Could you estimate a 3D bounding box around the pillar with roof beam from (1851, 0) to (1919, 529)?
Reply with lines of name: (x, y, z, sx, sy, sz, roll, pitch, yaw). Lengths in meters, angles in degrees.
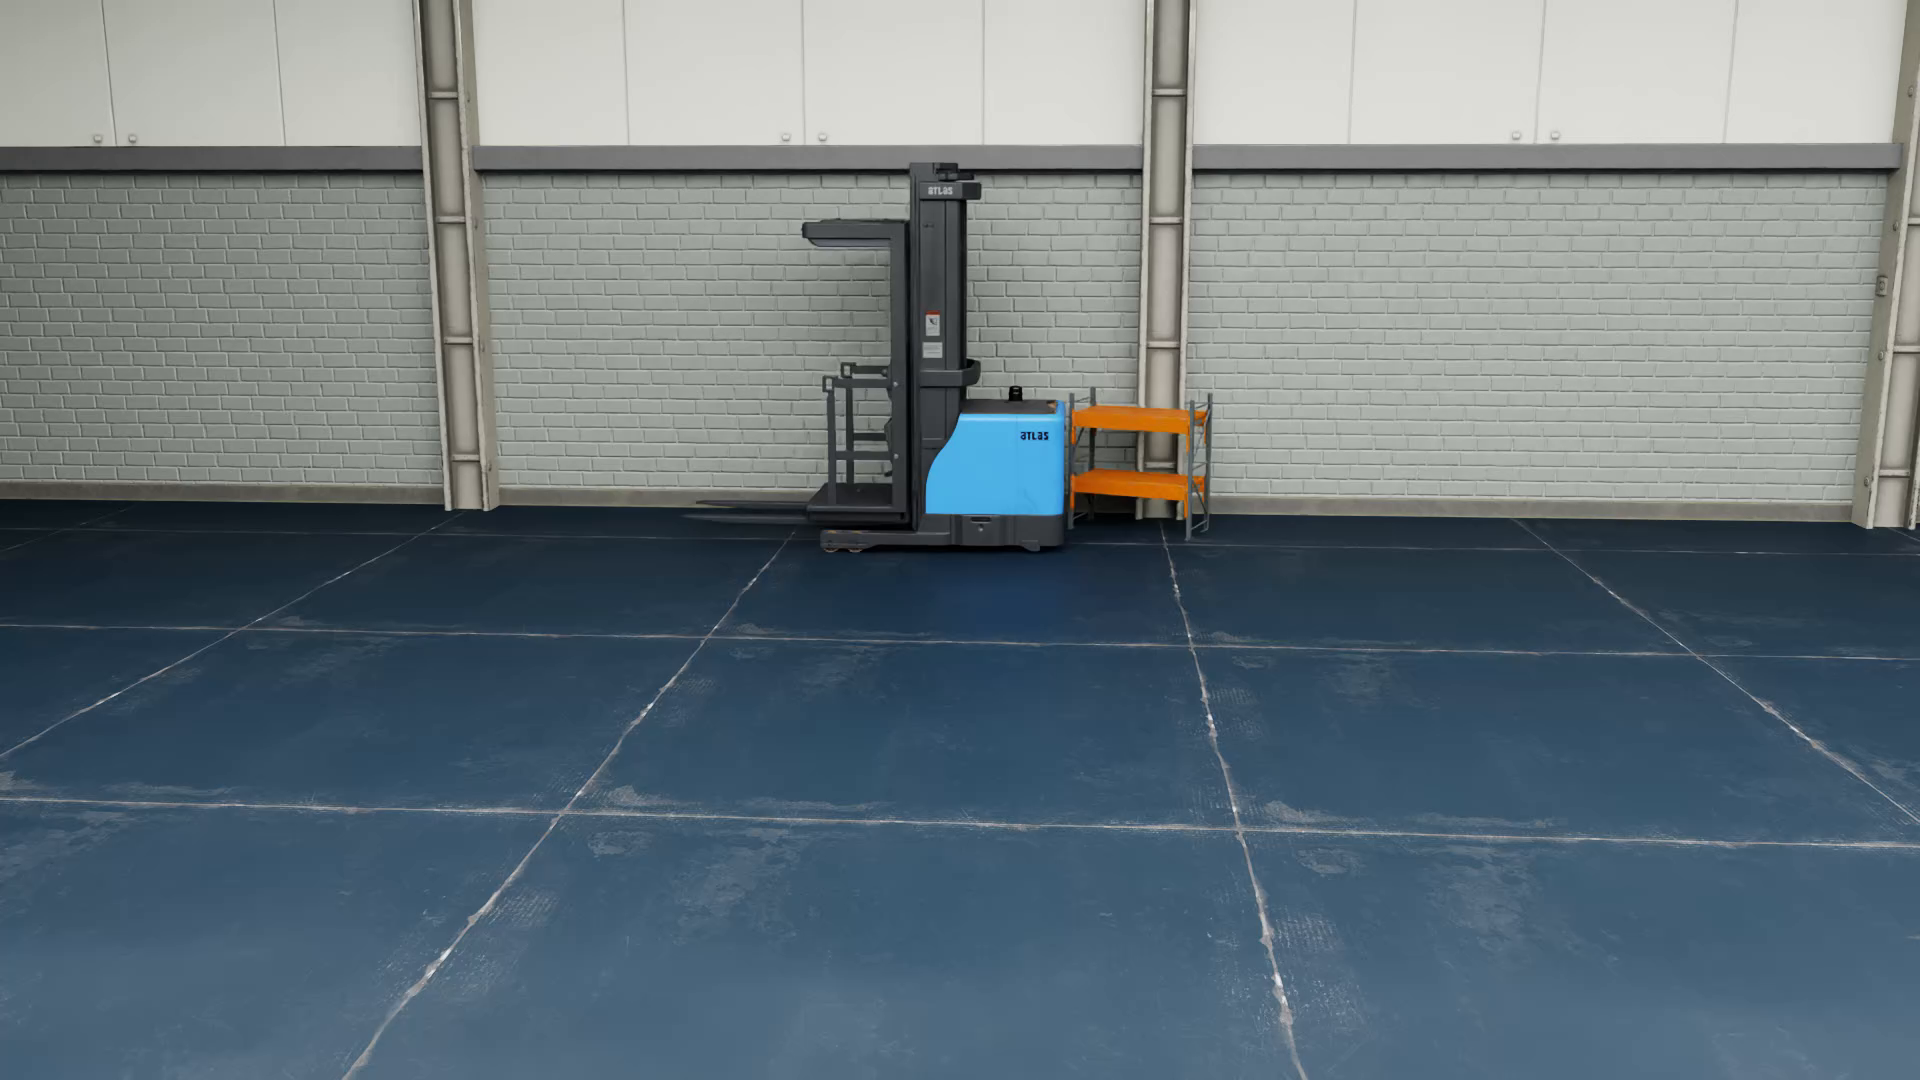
pillar with roof beam: (7.397, -3.649, 8.732, 0.400, 9.000, 9.100, 1, 12, 4)

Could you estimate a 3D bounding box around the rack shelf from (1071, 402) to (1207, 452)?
rack shelf: (1.465, -0.924, 13.504, 1.000, 0.278, 0.538, 6, 13, 26)

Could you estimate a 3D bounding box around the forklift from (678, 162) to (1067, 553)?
forklift: (-0.678, -1.445, 13.017, 3.031, 2.935, 1.130, 1, 12, 4)

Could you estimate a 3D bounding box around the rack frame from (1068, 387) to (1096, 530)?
rack frame: (1.010, -0.684, 13.784, 0.032, 1.125, 0.500, 6, 13, 26)

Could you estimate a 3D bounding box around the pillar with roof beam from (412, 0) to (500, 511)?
pillar with roof beam: (-4.577, -3.813, 9.517, 0.400, 9.000, 9.100, 1, 12, 4)

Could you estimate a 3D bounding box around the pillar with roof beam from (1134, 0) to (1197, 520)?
pillar with roof beam: (1.410, -3.731, 9.125, 0.400, 9.000, 9.100, 1, 12, 4)

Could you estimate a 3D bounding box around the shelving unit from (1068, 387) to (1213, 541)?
shelving unit: (1.466, -0.638, 13.564, 1.048, 1.125, 0.538, 6, 13, 26)

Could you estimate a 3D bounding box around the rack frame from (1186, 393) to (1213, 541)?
rack frame: (1.921, -0.592, 13.344, 0.032, 1.125, 0.500, 6, 13, 26)

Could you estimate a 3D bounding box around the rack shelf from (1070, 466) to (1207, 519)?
rack shelf: (1.466, -0.399, 13.615, 1.000, 0.278, 0.538, 6, 13, 26)
